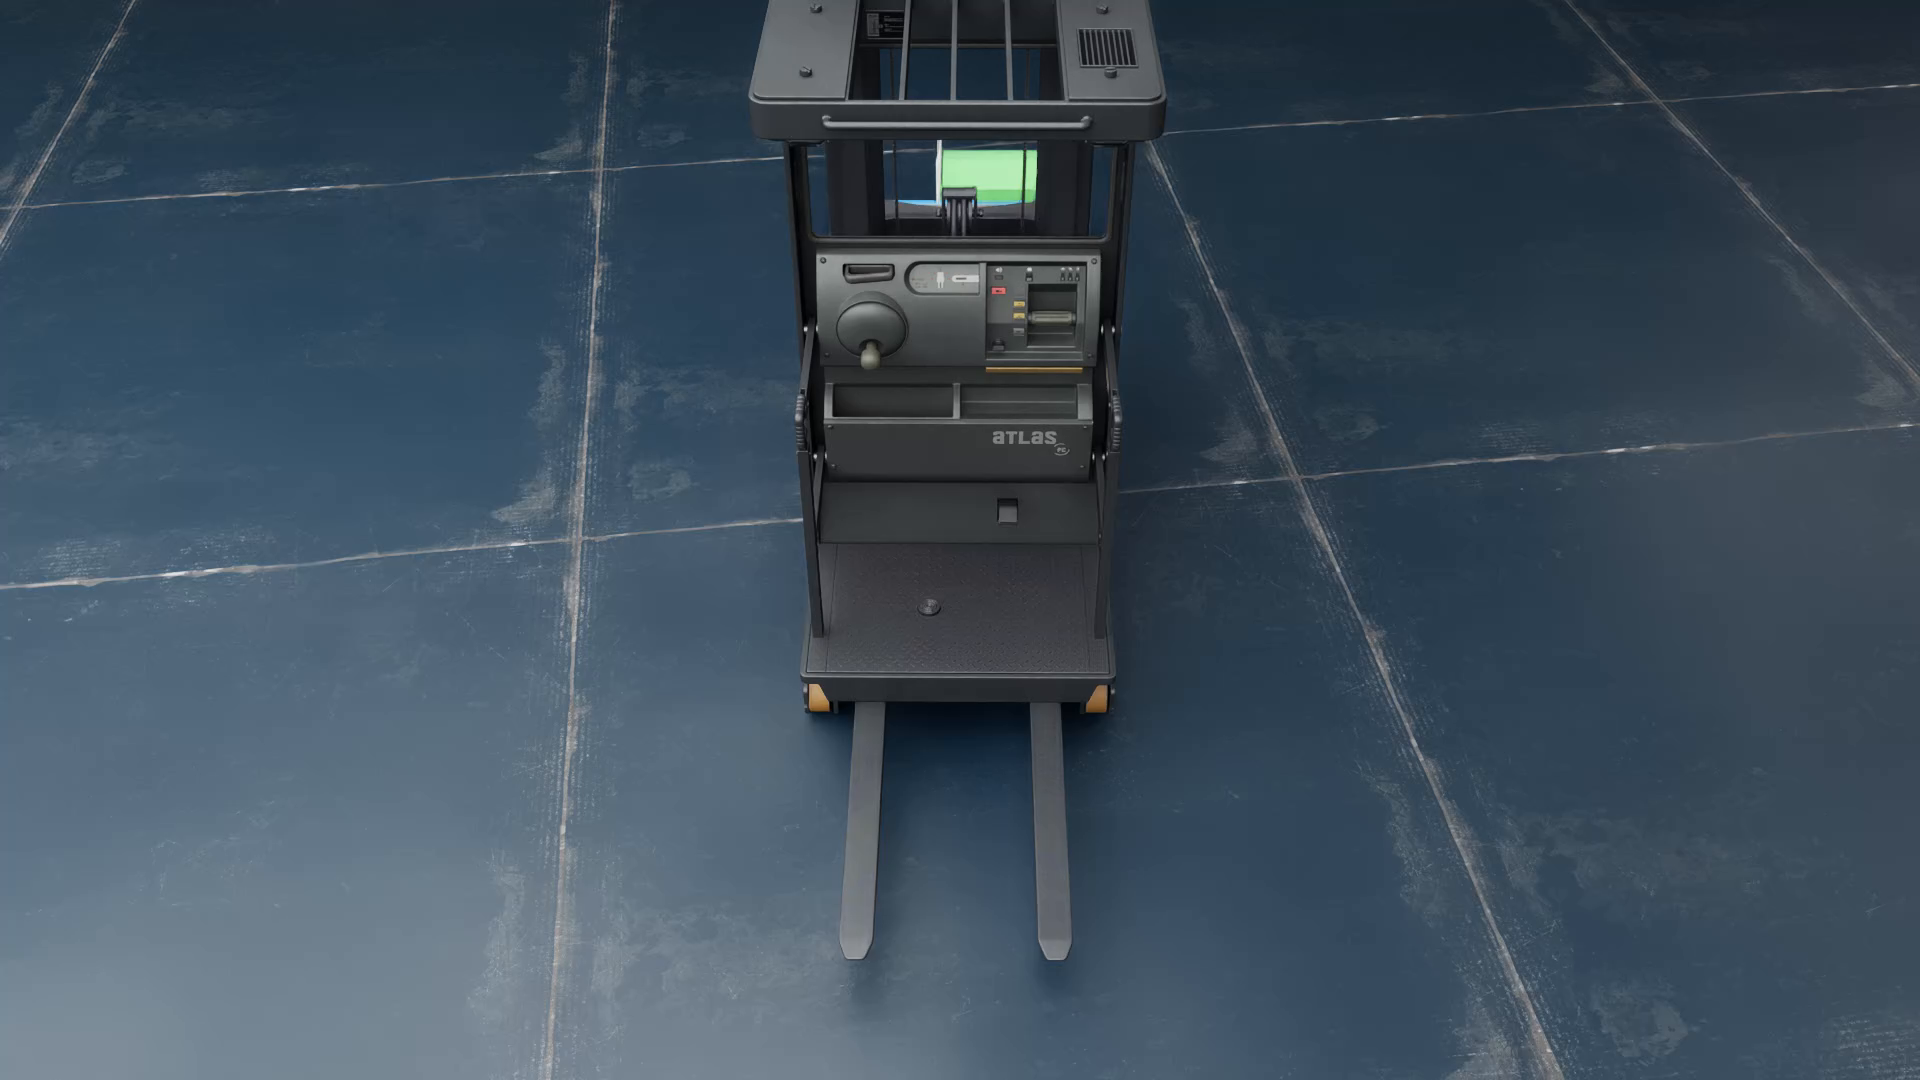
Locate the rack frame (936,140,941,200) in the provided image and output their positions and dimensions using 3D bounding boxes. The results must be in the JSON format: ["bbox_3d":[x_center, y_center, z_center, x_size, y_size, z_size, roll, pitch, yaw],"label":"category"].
[{"bbox_3d":[-0.086,-1.143,7.121,0.015,1.200,0.240,0,42,0],"label":"rack frame"}]

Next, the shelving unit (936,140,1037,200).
[{"bbox_3d":[0.158,-1.142,7.120,0.503,1.200,0.258,0,42,0],"label":"shelving unit"}]

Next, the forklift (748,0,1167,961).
[{"bbox_3d":[-0.004,-0.672,5.306,1.130,2.935,3.031,0,42,0],"label":"forklift"}]

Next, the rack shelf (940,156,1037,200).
[{"bbox_3d":[0.158,-1.451,6.841,0.480,0.148,0.258,0,42,0],"label":"rack shelf"}]
